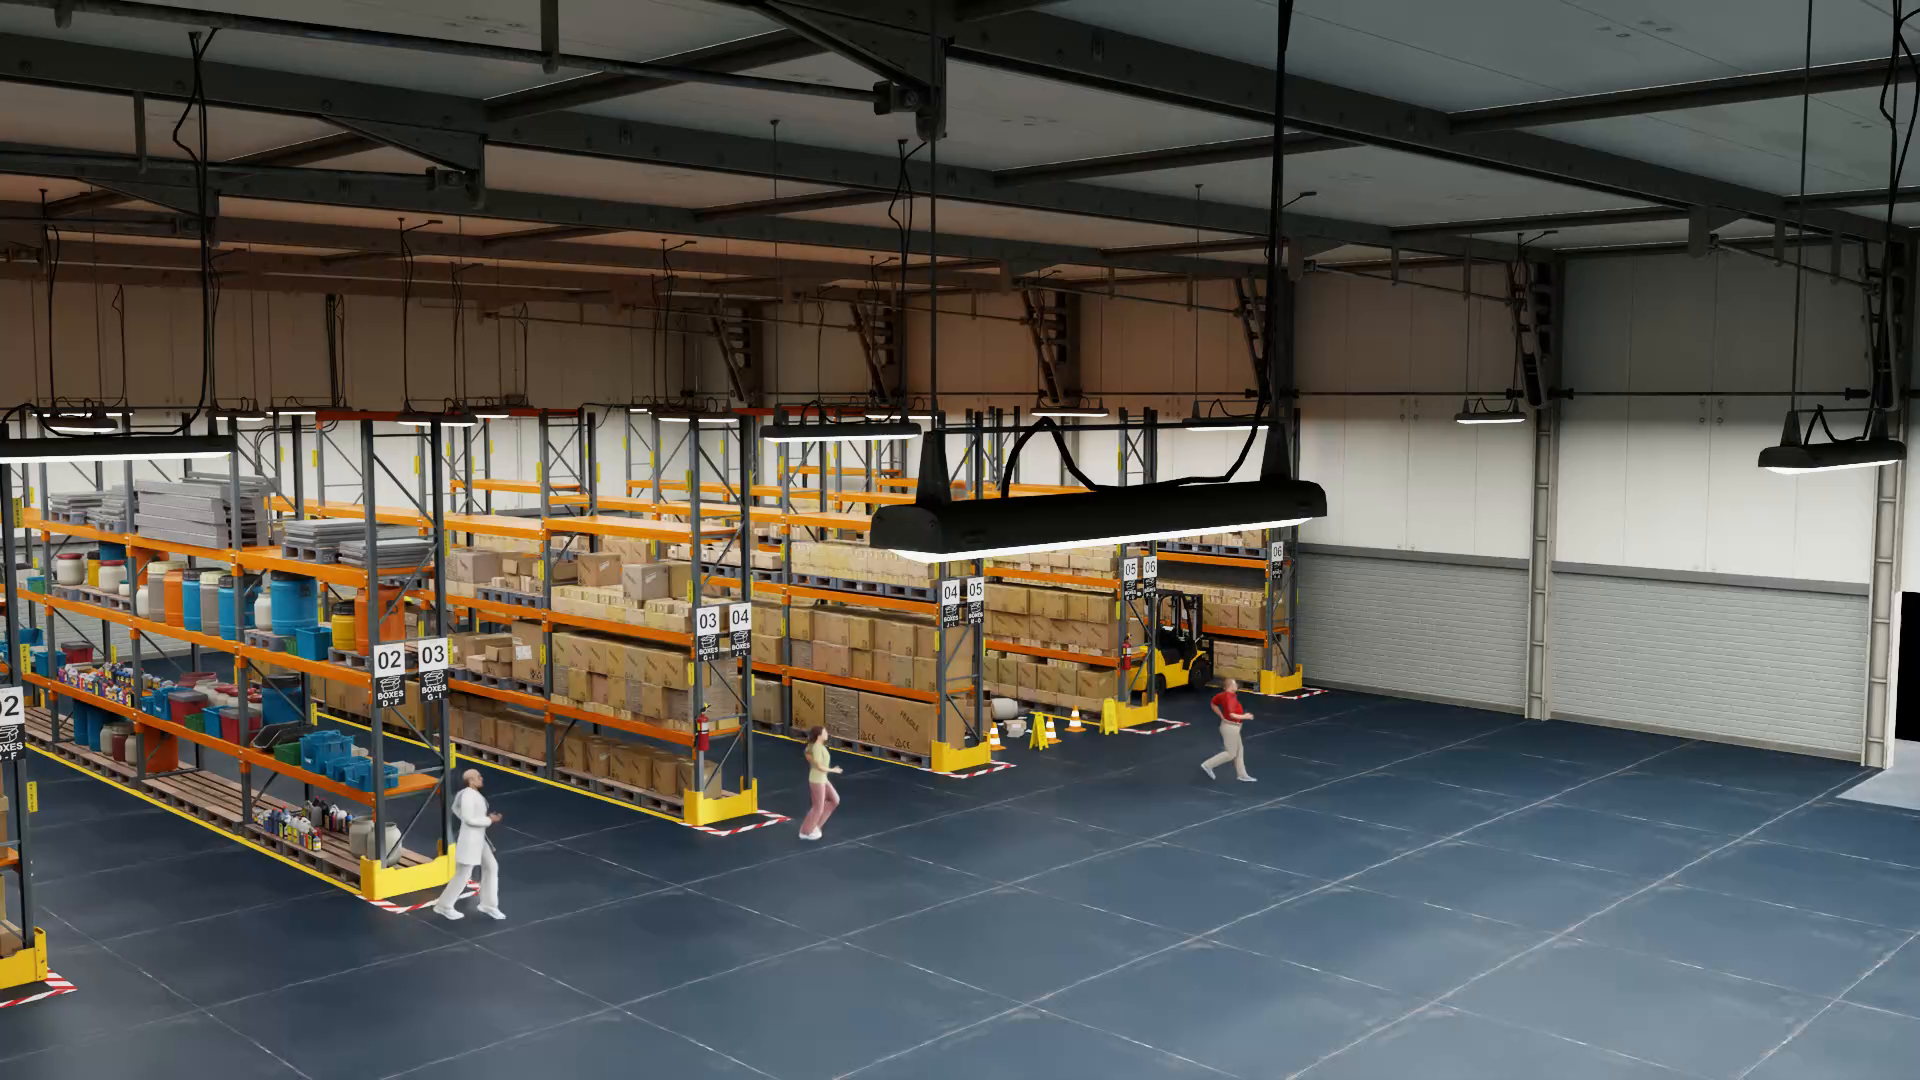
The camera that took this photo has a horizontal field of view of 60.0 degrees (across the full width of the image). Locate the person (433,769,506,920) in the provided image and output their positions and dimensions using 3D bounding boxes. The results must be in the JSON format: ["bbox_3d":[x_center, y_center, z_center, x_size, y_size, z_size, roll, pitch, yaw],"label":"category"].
[{"bbox_3d":[-5.904,3.669,20.019,0.838,1.823,0.723,-1,5,-9],"label":"person"}]

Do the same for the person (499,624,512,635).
[{"bbox_3d":[-11.035,1.929,40.543,0.490,1.652,0.648,2,5,23],"label":"person"}]

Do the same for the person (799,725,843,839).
[{"bbox_3d":[-1.970,3.423,23.526,0.622,1.651,0.594,0,5,-2],"label":"person"}]

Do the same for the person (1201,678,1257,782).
[{"bbox_3d":[4.354,3.088,26.894,0.954,1.725,0.664,-1,5,-6],"label":"person"}]

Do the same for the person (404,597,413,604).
[{"bbox_3d":[-12.638,2.139,37.892,0.747,1.692,0.534,-1,5,-16],"label":"person"}]
